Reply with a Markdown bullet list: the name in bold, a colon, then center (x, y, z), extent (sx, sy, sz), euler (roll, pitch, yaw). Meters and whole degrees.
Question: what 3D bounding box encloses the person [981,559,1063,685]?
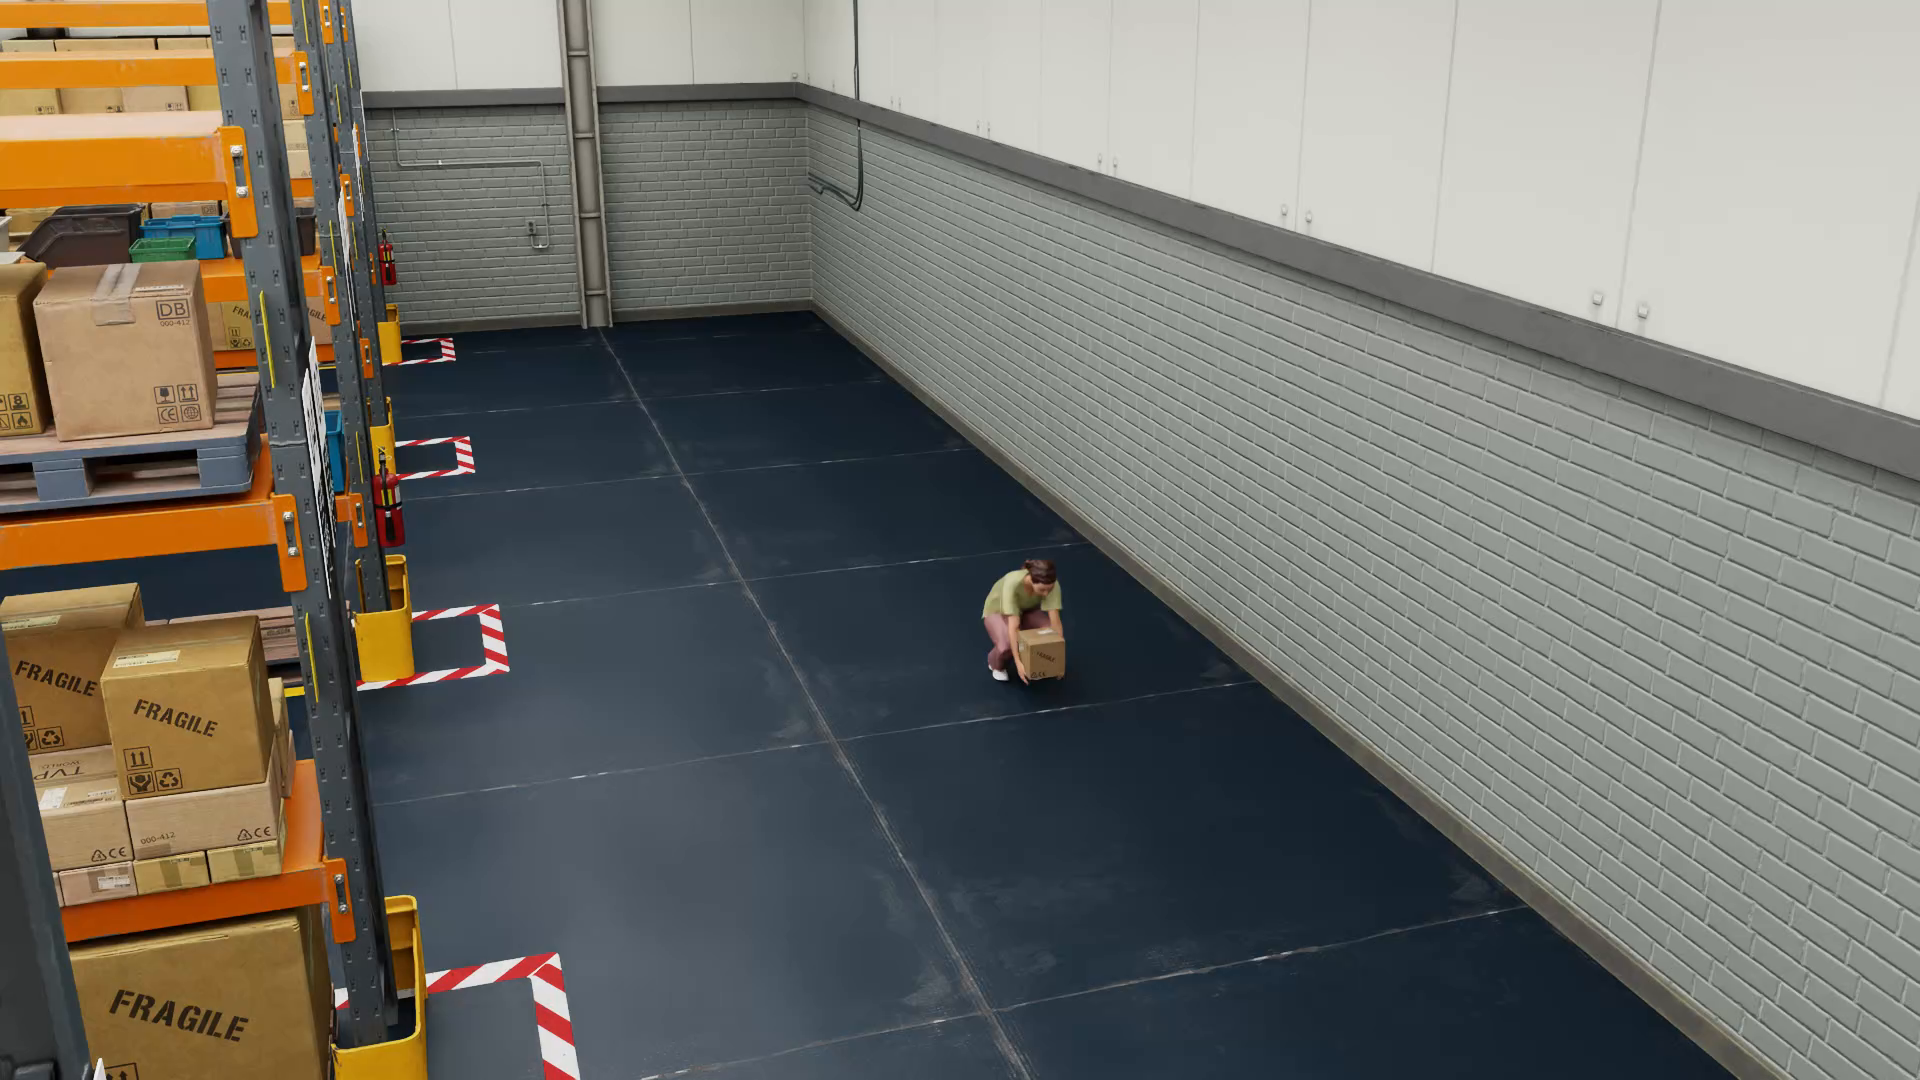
- **person**: center (0.435, 0.515, 11.216), extent (0.472, 0.947, 0.796), euler (-7, 20, -18)
